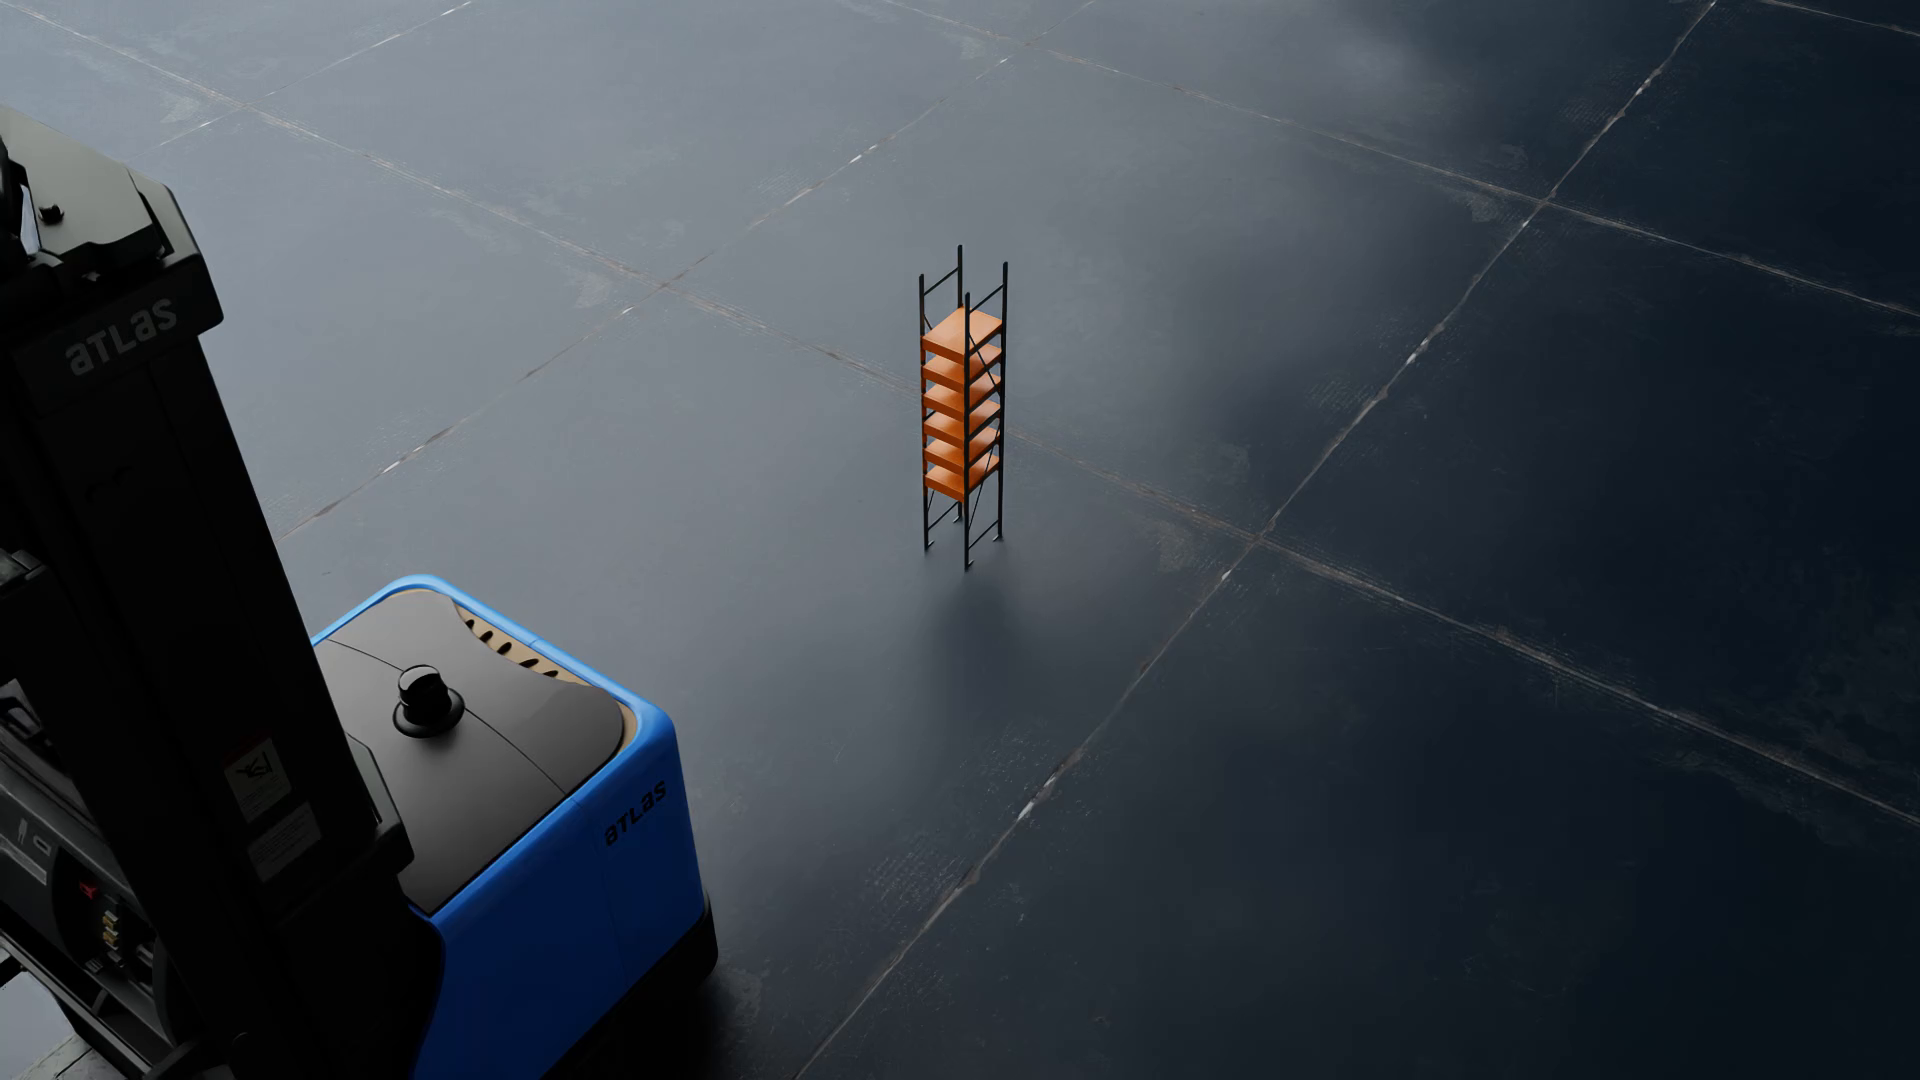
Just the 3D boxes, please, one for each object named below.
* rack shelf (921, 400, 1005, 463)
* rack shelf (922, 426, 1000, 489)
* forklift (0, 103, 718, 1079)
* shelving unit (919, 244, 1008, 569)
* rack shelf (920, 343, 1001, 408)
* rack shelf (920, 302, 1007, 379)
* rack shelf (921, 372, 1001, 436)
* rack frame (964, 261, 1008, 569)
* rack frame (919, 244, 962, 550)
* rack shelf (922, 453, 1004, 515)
[{"bbox_3d":[0.012,-0.408,5.873,0.180,0.103,0.258,25,48,25],"label":"rack shelf"},{"bbox_3d":[0.012,-0.319,5.953,0.180,0.103,0.258,25,48,25],"label":"rack shelf"},{"bbox_3d":[-1.969,0.761,3.202,1.130,2.935,3.031,26,48,26],"label":"forklift"},{"bbox_3d":[0.012,-0.442,5.844,0.189,1.200,0.258,25,48,25],"label":"shelving unit"},{"bbox_3d":[0.012,-0.587,5.713,0.180,0.103,0.258,25,48,25],"label":"rack shelf"},{"bbox_3d":[0.012,-0.677,5.633,0.180,0.103,0.258,25,48,25],"label":"rack shelf"},{"bbox_3d":[0.012,-0.498,5.793,0.180,0.103,0.258,25,48,25],"label":"rack shelf"},{"bbox_3d":[0.087,-0.407,5.805,0.006,1.200,0.240,25,48,25],"label":"rack frame"},{"bbox_3d":[-0.063,-0.477,5.883,0.006,1.200,0.240,25,48,25],"label":"rack frame"},{"bbox_3d":[0.012,-0.230,6.033,0.180,0.103,0.258,25,48,25],"label":"rack shelf"}]
